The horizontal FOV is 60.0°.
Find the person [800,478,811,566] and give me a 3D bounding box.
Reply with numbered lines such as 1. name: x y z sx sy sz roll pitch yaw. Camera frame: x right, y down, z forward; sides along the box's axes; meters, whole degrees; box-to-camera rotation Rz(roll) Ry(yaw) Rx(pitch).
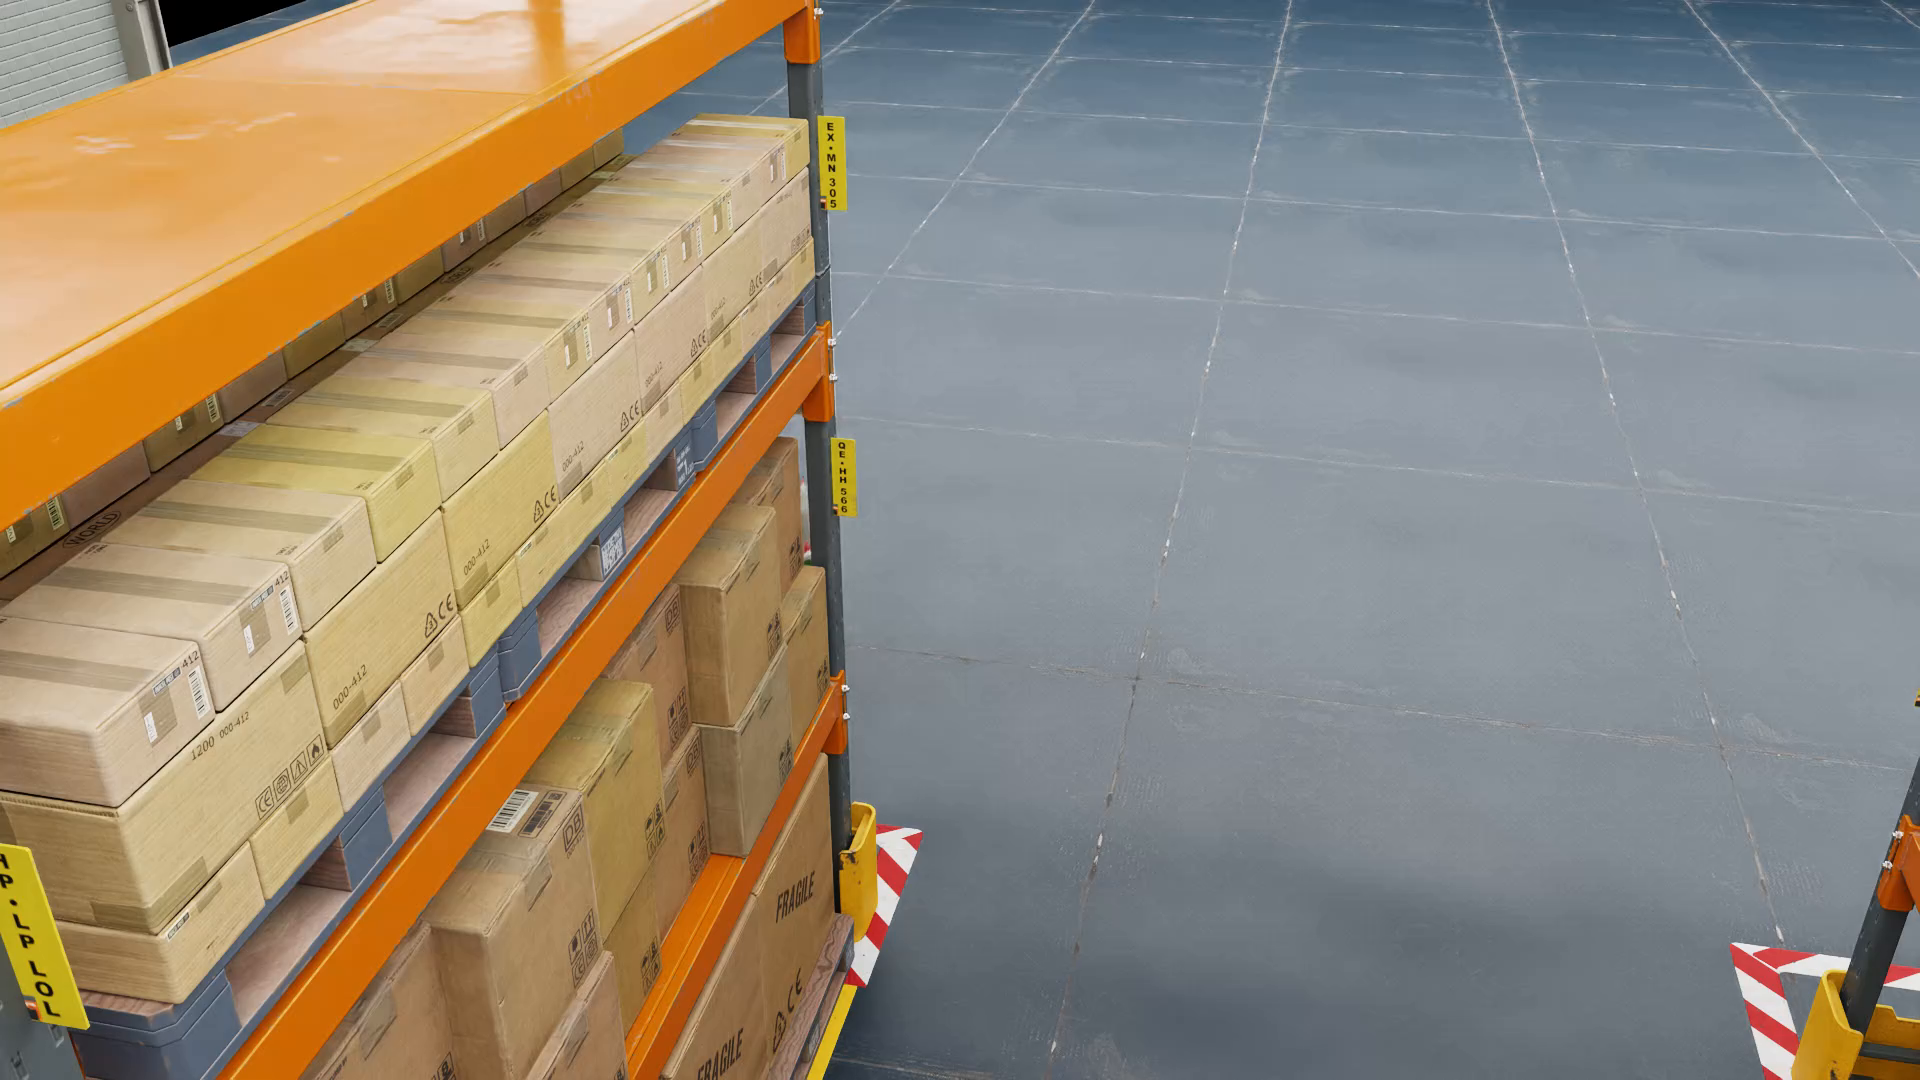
1. person: -0.948 0.186 8.379 0.489 1.669 0.691 5 29 10
